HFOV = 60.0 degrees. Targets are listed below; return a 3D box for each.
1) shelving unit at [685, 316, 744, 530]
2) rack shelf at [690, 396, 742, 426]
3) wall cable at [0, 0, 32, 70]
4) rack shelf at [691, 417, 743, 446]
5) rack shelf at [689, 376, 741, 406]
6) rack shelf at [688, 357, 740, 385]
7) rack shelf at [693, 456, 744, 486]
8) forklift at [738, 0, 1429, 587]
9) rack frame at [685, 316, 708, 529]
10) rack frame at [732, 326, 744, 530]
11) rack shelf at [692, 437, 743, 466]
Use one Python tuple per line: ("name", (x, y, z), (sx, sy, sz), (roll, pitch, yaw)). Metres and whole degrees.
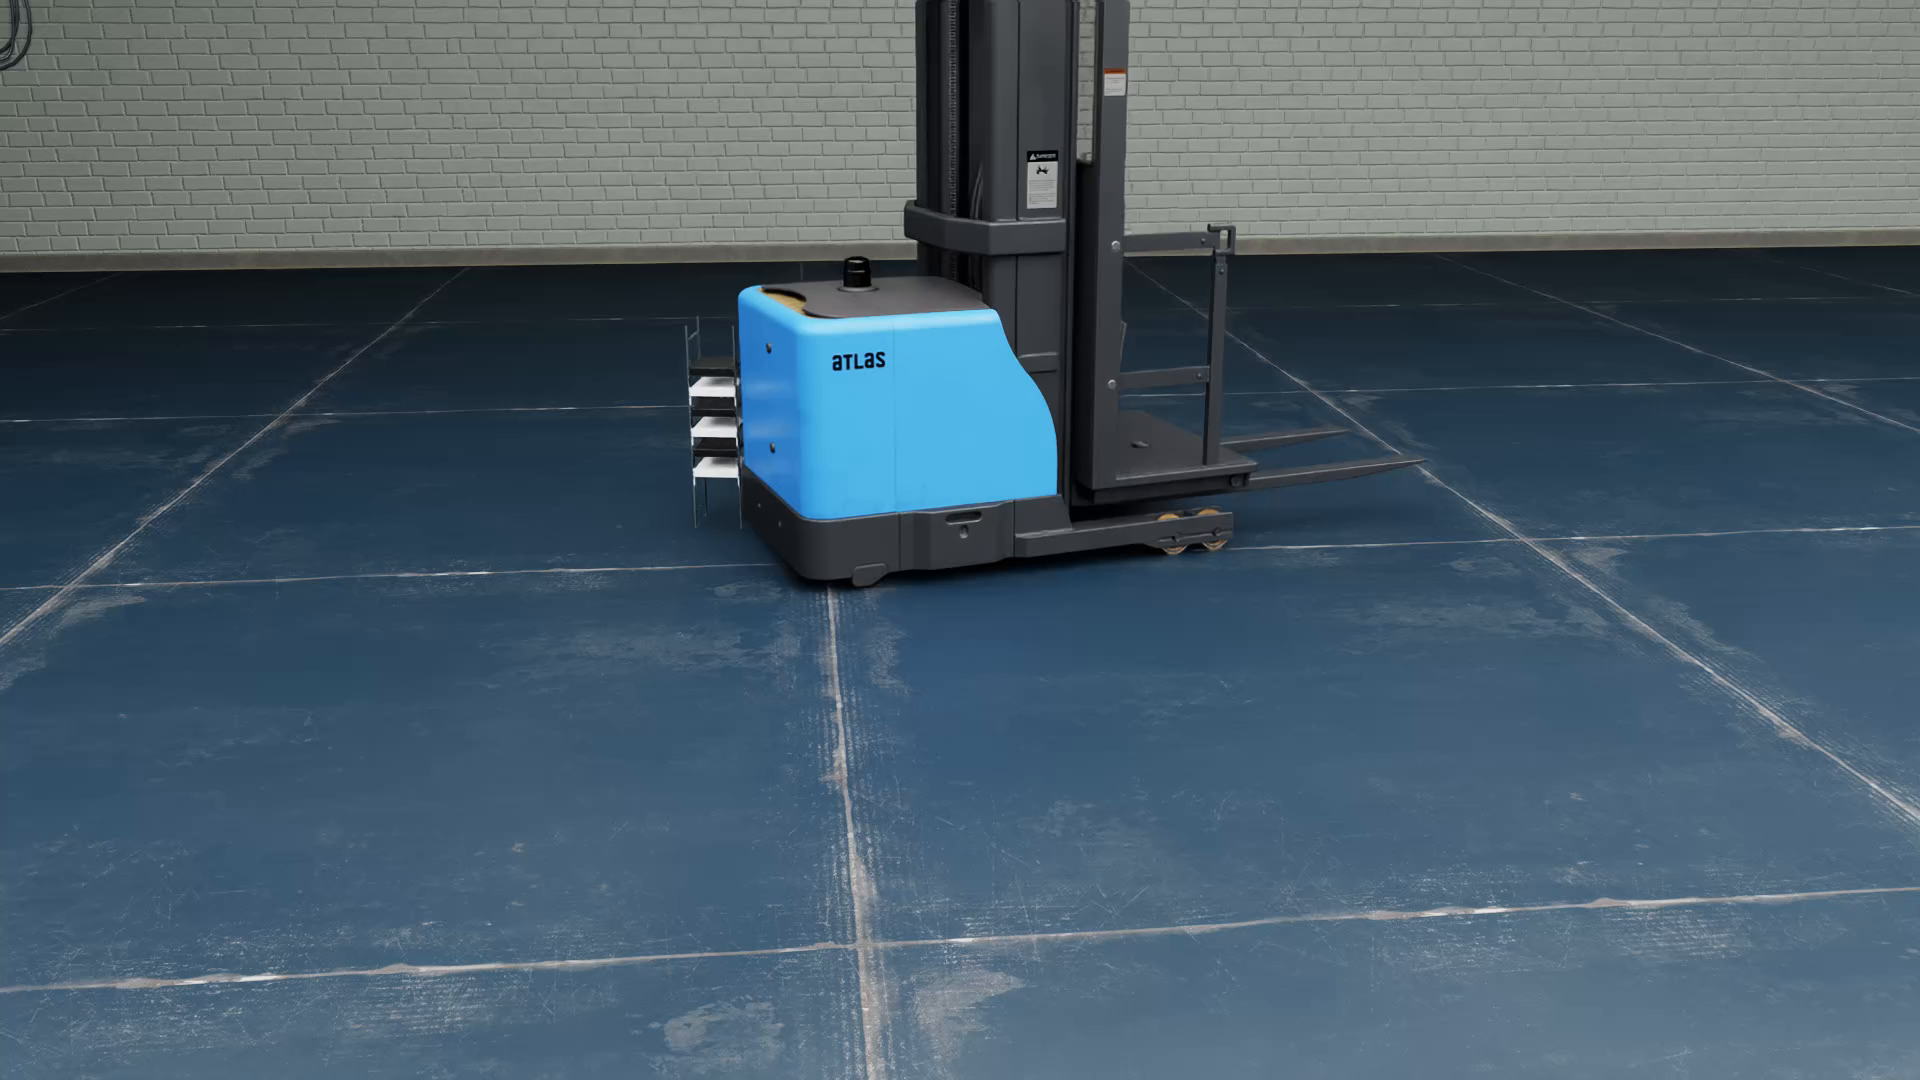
("shelving unit", (-1.056, -0.514, 7.310), (0.210, 0.900, 0.258), (1, 17, 4))
("rack shelf", (-1.056, -0.568, 7.294), (0.200, 0.077, 0.258), (1, 17, 4))
("wall cable", (-9.425, -5.139, 13.706), (3.097, 2.526, 0.112), (-2, 18, -6))
("rack shelf", (-1.056, -0.482, 7.320), (0.200, 0.077, 0.258), (1, 17, 4))
("rack shelf", (-1.056, -0.653, 7.267), (0.200, 0.077, 0.258), (1, 17, 4))
("rack shelf", (-1.056, -0.739, 7.240), (0.200, 0.077, 0.258), (1, 17, 4))
("rack shelf", (-1.056, -0.310, 7.374), (0.200, 0.077, 0.258), (1, 17, 4))
("forklift", (0.621, -1.479, 6.993), (3.031, 2.935, 1.130), (-7, 19, -21))
("rack frame", (-1.158, -0.516, 7.317), (0.006, 0.900, 0.240), (1, 17, 4))
("rack frame", (-0.955, -0.511, 7.304), (0.006, 0.900, 0.240), (1, 17, 4))
("rack shelf", (-1.056, -0.396, 7.347), (0.200, 0.077, 0.258), (1, 17, 4))
